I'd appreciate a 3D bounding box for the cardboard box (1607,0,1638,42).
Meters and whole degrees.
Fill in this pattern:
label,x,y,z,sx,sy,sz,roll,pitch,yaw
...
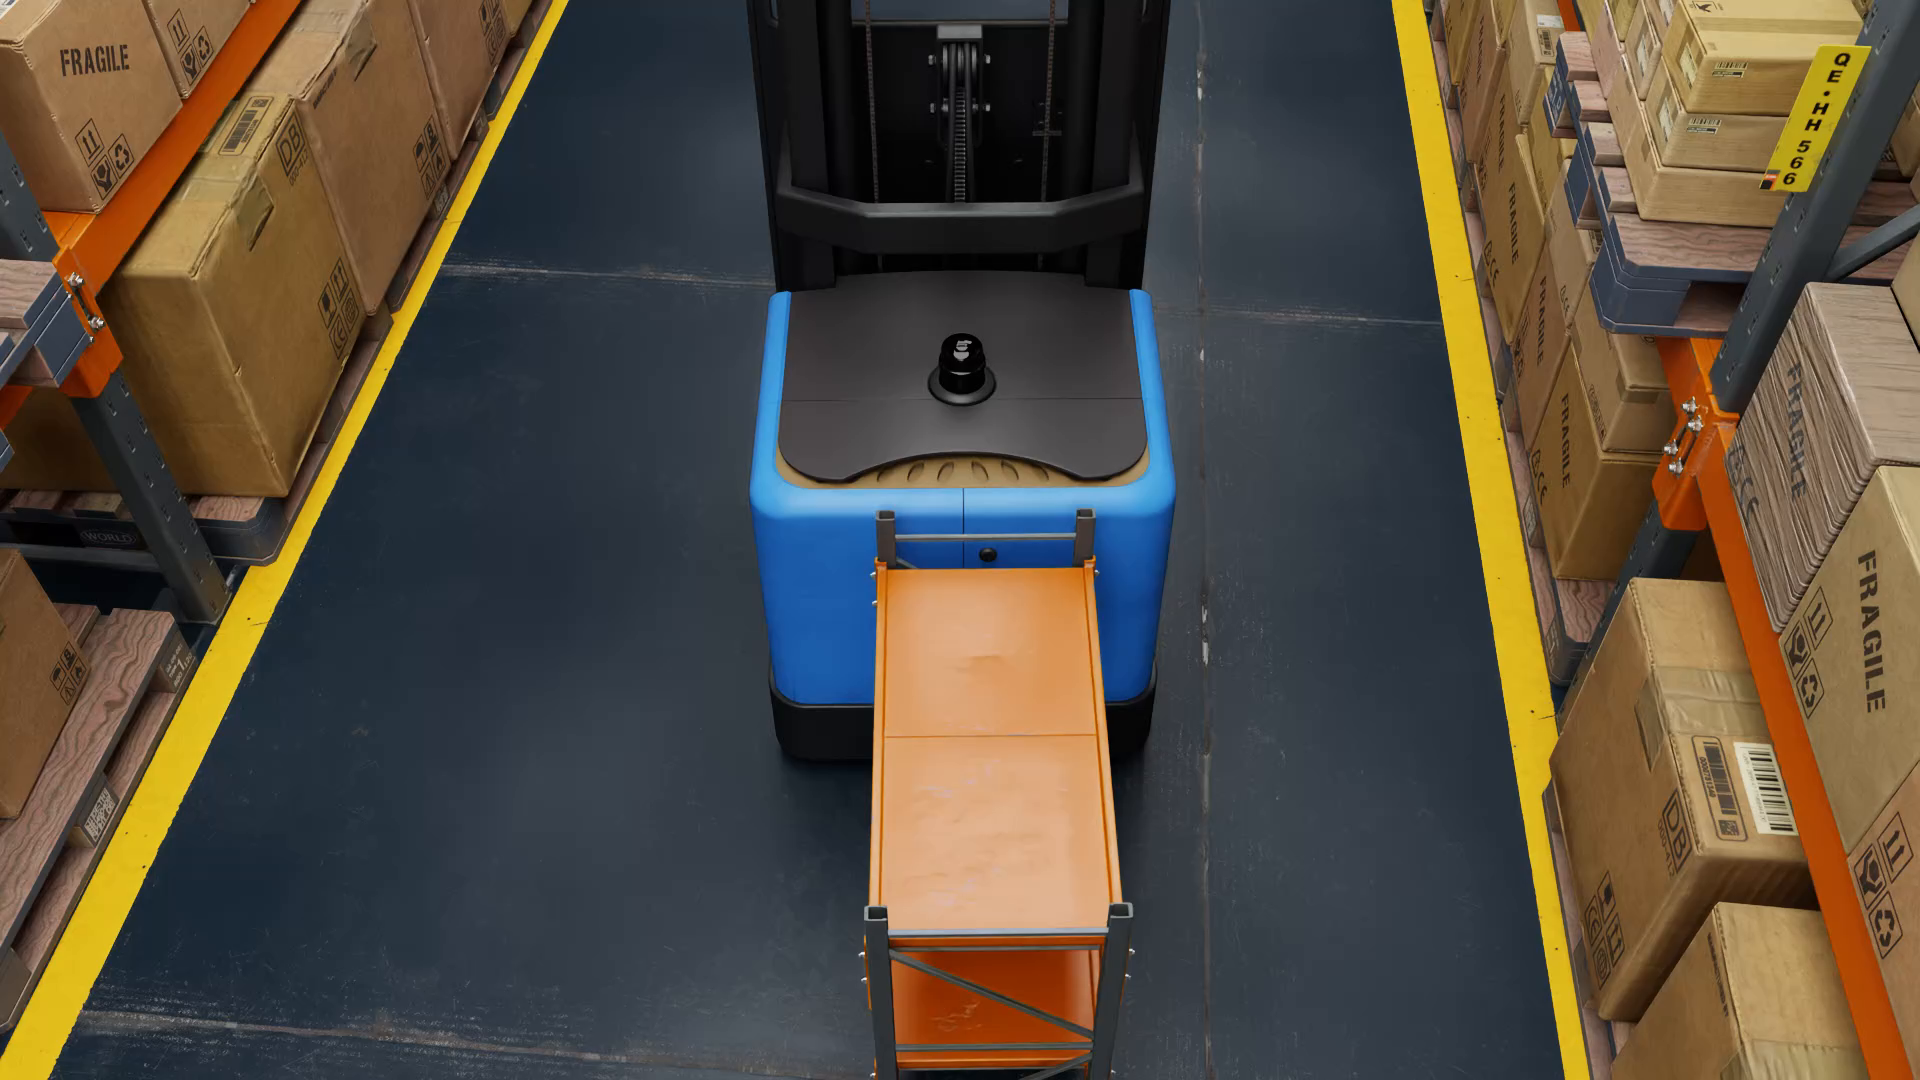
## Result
label,x,y,z,sx,sy,sz,roll,pitch,yaw
cardboard box,1.838,-1.362,4.147,0.380,0.149,0.250,5,48,4

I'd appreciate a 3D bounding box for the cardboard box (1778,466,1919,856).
label,x,y,z,sx,sy,sz,roll,pitch,yaw
cardboard box,1.849,0.231,2.938,0.500,0.500,0.500,3,48,3

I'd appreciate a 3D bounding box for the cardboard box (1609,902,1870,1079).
label,x,y,z,sx,sy,sz,roll,pitch,yaw
cardboard box,1.981,1.281,3.286,1.050,0.750,0.750,5,48,4

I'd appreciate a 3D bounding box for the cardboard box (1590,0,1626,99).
label,x,y,z,sx,sy,sz,roll,pitch,yaw
cardboard box,1.837,-1.243,4.239,0.380,0.149,0.250,5,48,4

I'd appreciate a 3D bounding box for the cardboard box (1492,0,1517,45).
label,x,y,z,sx,sy,sz,roll,pitch,yaw
cardboard box,2.190,-1.995,5.943,0.500,0.250,0.500,5,48,5

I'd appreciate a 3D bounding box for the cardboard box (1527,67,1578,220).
label,x,y,z,sx,sy,sz,roll,pitch,yaw
cardboard box,2.101,-1.236,5.249,0.500,0.250,0.500,5,48,4

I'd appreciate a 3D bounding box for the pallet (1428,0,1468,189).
label,x,y,z,sx,sy,sz,roll,pitch,yaw
pallet,2.497,-1.847,6.796,1.003,0.211,1.213,4,48,4

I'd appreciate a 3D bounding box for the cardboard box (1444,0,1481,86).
label,x,y,z,sx,sy,sz,roll,pitch,yaw
cardboard box,2.235,-2.133,6.578,0.500,0.500,0.500,6,48,5

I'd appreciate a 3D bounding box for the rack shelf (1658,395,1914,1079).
label,x,y,z,sx,sy,sz,roll,pitch,yaw
rack shelf,2.020,1.292,2.523,1.077,0.370,4.000,4,48,4

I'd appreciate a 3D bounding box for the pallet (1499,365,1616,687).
label,x,y,z,sx,sy,sz,roll,pitch,yaw
pallet,2.275,-0.054,5.156,1.003,0.211,1.213,4,48,4

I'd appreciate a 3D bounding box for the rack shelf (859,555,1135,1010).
label,x,y,z,sx,sy,sz,roll,pitch,yaw
rack shelf,0.065,0.498,3.635,0.538,0.278,1.000,-1,48,-1

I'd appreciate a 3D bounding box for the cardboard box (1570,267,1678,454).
label,x,y,z,sx,sy,sz,roll,pitch,yaw
cardboard box,2.004,-0.492,4.569,0.500,0.250,0.500,3,48,3

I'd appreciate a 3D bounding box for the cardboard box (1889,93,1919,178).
label,x,y,z,sx,sy,sz,roll,pitch,yaw
cardboard box,2.469,-0.990,4.008,0.380,0.149,0.250,6,48,5

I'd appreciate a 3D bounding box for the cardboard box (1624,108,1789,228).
label,x,y,z,sx,sy,sz,roll,pitch,yaw
cardboard box,1.790,-0.871,3.900,0.380,0.149,0.250,5,48,4

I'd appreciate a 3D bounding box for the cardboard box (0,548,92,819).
label,x,y,z,sx,sy,sz,roll,pitch,yaw
cardboard box,-2.769,0.360,4.284,0.700,0.500,0.500,2,48,1

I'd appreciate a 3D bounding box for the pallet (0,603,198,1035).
label,x,y,z,sx,sy,sz,roll,pitch,yaw
pallet,-2.800,0.687,4.479,1.003,0.211,1.213,4,48,4

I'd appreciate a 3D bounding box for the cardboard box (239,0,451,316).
label,x,y,z,sx,sy,sz,roll,pitch,yaw
cardboard box,-2.555,-1.413,5.665,1.225,0.875,0.875,4,48,4

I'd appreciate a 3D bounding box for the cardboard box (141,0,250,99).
label,x,y,z,sx,sy,sz,roll,pitch,yaw
cardboard box,-2.368,-1.580,4.595,0.500,0.500,0.500,3,48,2

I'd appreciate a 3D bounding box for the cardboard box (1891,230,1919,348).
label,x,y,z,sx,sy,sz,roll,pitch,yaw
cardboard box,2.152,-0.463,2.895,0.700,0.500,0.500,4,48,3

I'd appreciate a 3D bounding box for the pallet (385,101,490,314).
label,x,y,z,sx,sy,sz,roll,pitch,yaw
pallet,-2.467,-1.356,6.347,1.003,0.211,1.213,4,48,4

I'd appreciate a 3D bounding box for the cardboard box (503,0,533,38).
label,x,y,z,sx,sy,sz,roll,pitch,yaw
cardboard box,-2.402,-2.721,6.861,1.225,0.875,0.875,4,48,4

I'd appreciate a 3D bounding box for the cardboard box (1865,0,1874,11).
label,x,y,z,sx,sy,sz,roll,pitch,yaw
cardboard box,2.490,-1.316,4.105,0.380,0.149,0.250,3,48,2

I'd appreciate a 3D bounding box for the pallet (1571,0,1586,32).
label,x,y,z,sx,sy,sz,roll,pitch,yaw
pallet,2.342,-1.813,5.006,1.003,0.211,1.213,4,48,4

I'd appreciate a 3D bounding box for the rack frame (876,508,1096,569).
label,x,y,z,sx,sy,sz,roll,pitch,yaw
rack frame,0.059,0.321,4.194,0.500,1.125,0.032,-1,48,-1

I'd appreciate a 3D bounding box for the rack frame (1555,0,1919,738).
label,x,y,z,sx,sy,sz,roll,pitch,yaw
rack frame,2.202,-0.421,3.602,1.000,3.000,0.127,4,48,4

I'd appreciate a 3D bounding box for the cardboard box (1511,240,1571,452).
label,x,y,z,sx,sy,sz,roll,pitch,yaw
cardboard box,2.053,-0.601,5.177,0.500,0.500,0.500,6,48,5

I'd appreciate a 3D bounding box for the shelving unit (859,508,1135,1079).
label,x,y,z,sx,sy,sz,roll,pitch,yaw
shelving unit,0.065,0.696,3.851,0.538,1.125,1.048,-1,48,-1

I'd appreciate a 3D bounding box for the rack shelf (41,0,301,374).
label,x,y,z,sx,sy,sz,roll,pitch,yaw
rack shelf,-2.545,-2.055,5.585,1.077,0.370,4.000,4,48,4

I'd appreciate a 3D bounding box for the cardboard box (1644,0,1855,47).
label,x,y,z,sx,sy,sz,roll,pitch,yaw
cardboard box,1.816,-1.254,3.847,0.380,0.149,0.250,3,48,3

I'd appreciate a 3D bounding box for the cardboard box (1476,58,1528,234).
label,x,y,z,sx,sy,sz,roll,pitch,yaw
cardboard box,2.155,-1.358,5.869,0.500,0.500,0.500,5,48,4

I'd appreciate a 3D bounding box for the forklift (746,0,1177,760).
label,x,y,z,sx,sy,sz,roll,pitch,yaw
forklift,-0.006,-1.454,4.593,1.130,2.935,3.031,0,48,0

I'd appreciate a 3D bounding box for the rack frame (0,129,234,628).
label,x,y,z,sx,sy,sz,roll,pitch,yaw
rack frame,-2.728,-0.829,3.975,1.000,3.000,0.127,4,48,4

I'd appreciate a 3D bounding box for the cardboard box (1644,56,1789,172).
label,x,y,z,sx,sy,sz,roll,pitch,yaw
cardboard box,1.794,-0.972,3.790,0.380,0.149,0.250,5,48,4
